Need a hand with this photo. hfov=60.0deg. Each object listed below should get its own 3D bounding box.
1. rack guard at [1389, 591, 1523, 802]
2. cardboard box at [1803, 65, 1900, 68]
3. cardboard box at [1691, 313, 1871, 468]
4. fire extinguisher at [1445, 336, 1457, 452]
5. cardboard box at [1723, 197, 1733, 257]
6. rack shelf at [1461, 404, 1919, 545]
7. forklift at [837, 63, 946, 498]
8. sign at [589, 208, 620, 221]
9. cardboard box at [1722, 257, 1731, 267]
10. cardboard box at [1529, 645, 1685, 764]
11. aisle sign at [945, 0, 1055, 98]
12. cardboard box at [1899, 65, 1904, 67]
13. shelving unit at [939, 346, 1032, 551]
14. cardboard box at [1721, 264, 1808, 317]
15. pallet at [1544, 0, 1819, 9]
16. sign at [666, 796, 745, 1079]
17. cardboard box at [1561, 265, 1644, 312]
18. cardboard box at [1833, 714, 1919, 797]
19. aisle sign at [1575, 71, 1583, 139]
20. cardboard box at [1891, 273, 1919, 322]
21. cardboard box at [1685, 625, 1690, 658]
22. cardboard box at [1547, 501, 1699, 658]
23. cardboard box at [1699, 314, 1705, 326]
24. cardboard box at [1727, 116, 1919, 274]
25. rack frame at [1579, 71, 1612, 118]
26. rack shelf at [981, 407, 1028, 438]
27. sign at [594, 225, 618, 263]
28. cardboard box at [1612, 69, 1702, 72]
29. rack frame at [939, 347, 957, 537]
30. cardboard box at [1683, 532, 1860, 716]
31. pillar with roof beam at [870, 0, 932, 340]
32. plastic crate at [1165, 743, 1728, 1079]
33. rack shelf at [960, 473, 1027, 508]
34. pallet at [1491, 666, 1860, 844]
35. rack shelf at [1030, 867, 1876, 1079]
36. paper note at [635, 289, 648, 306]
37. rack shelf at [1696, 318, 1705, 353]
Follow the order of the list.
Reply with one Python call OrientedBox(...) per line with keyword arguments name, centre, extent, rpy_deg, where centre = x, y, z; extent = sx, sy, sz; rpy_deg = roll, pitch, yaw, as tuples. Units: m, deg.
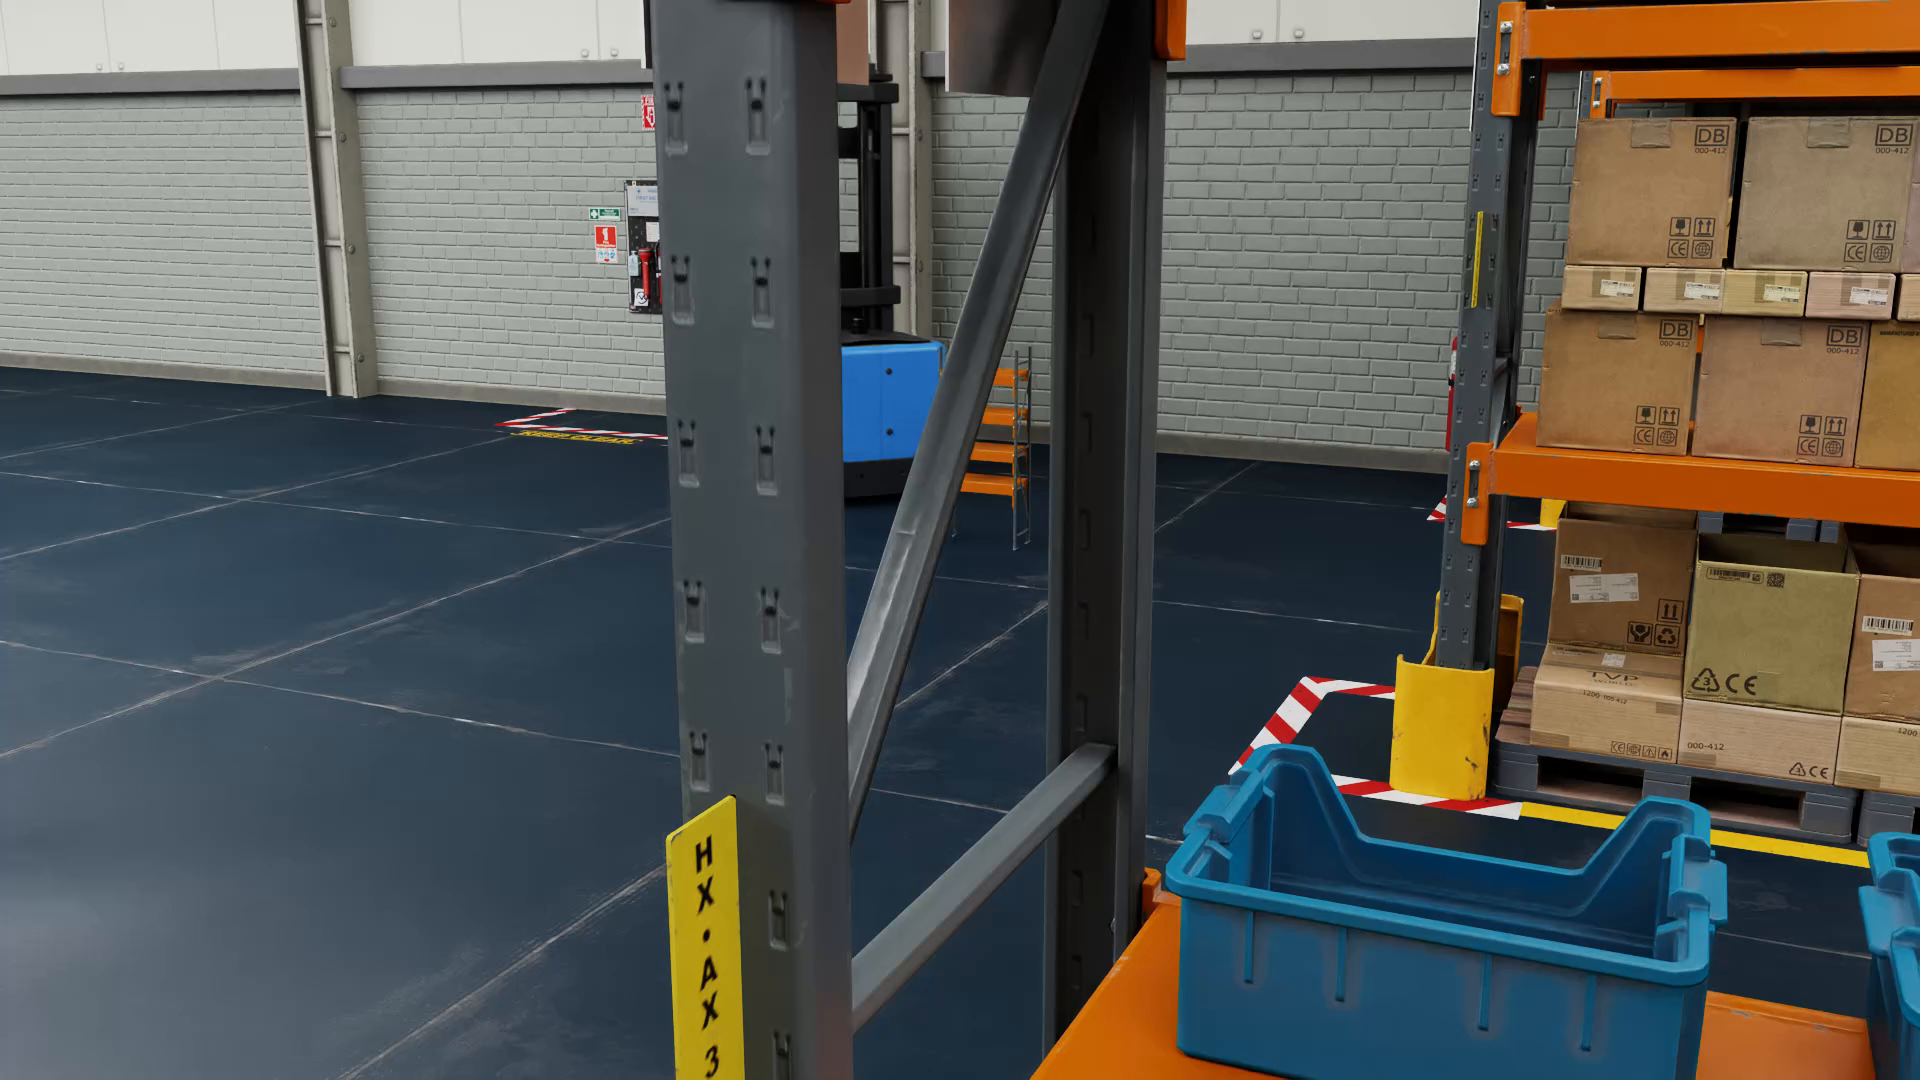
OrientedBox(name="rack guard", centre=(1.999, 0.589, 6.649), extent=(0.348, 0.500, 1.175), rpy_deg=(6, 14, 23))
OrientedBox(name="cardboard box", centre=(5.181, -2.992, 9.609), extent=(0.500, 0.500, 0.500), rpy_deg=(7, 15, 26))
OrientedBox(name="cardboard box", centre=(2.924, -0.581, 5.944), extent=(0.500, 0.500, 0.700), rpy_deg=(6, 15, 25))
OrientedBox(name="fire extinguisher", centre=(2.101, -0.696, 6.823), extent=(0.183, 0.674, 0.296), rpy_deg=(6, 14, 23))
OrientedBox(name="cardboard box", centre=(4.786, -1.807, 10.035), extent=(0.500, 0.500, 0.500), rpy_deg=(6, 14, 23))
OrientedBox(name="rack shelf", centre=(3.849, -0.090, 5.648), extent=(4.000, 0.370, 1.077), rpy_deg=(6, 14, 23))
OrientedBox(name="forklift", centre=(-1.138, -1.977, 12.265), extent=(1.130, 2.935, 3.031), rpy_deg=(-6, 14, -23))
OrientedBox(name="sign", centre=(-3.179, -2.914, 14.869), extent=(0.331, 0.109, 0.001), rpy_deg=(6, 14, 23))
OrientedBox(name="cardboard box", centre=(2.921, -0.947, 6.085), extent=(0.250, 0.149, 0.380), rpy_deg=(6, 14, 22))
OrientedBox(name="cardboard box", centre=(2.421, 0.605, 6.211), extent=(0.500, 0.250, 0.500), rpy_deg=(6, 14, 23))
OrientedBox(name="aisle sign", centre=(0.065, -0.926, 1.942), extent=(0.004, 0.787, 0.394), rpy_deg=(6, 14, 23))
OrientedBox(name="cardboard box", centre=(5.434, -3.103, 10.083), extent=(0.500, 0.500, 0.500), rpy_deg=(5, 14, 21))
OrientedBox(name="shelving unit", centre=(0.151, -0.569, 10.052), extent=(0.503, 1.200, 0.258), rpy_deg=(6, 14, 23))
OrientedBox(name="cardboard box", centre=(2.762, -0.861, 5.721), extent=(0.250, 0.149, 0.380), rpy_deg=(6, 14, 23))
OrientedBox(name="pallet", centre=(2.656, -1.972, 5.720), extent=(1.213, 0.211, 1.003), rpy_deg=(6, 14, 23))
OrientedBox(name="sign", centre=(-0.216, 0.389, 1.427), extent=(0.005, 0.325, 0.100), rpy_deg=(6, 14, 23))
OrientedBox(name="cardboard box", centre=(2.292, -0.909, 5.922), extent=(0.250, 0.149, 0.380), rpy_deg=(6, 14, 23))
OrientedBox(name="cardboard box", centre=(3.336, 0.697, 5.819), extent=(0.500, 0.250, 0.500), rpy_deg=(6, 14, 23))
OrientedBox(name="aisle sign", centre=(3.836, -2.870, 10.229), extent=(0.004, 0.787, 0.394), rpy_deg=(6, 14, 23))
OrientedBox(name="cardboard box", centre=(3.237, -0.813, 5.517), extent=(0.250, 0.149, 0.380), rpy_deg=(5, 14, 21))
OrientedBox(name="cardboard box", centre=(3.093, 0.540, 6.485), extent=(0.500, 0.250, 0.500), rpy_deg=(6, 14, 23))
OrientedBox(name="cardboard box", centre=(2.631, 0.131, 6.588), extent=(0.500, 0.500, 0.500), rpy_deg=(6, 14, 23))
OrientedBox(name="cardboard box", centre=(4.341, -1.486, 10.305), extent=(0.500, 0.250, 0.500), rpy_deg=(5, 14, 22))
OrientedBox(name="cardboard box", centre=(2.974, -1.207, 5.776), extent=(0.500, 0.500, 0.700), rpy_deg=(5, 14, 22))
OrientedBox(name="rack frame", centre=(4.024, -1.660, 10.765), extent=(0.127, 3.000, 1.000), rpy_deg=(6, 14, 23))
OrientedBox(name="rack shelf", centre=(0.151, -0.721, 10.017), extent=(0.480, 0.148, 0.258), rpy_deg=(6, 14, 23))
OrientedBox(name="sign", centre=(-3.180, -2.658, 14.939), extent=(0.234, 0.329, 0.001), rpy_deg=(6, 14, 23))
OrientedBox(name="cardboard box", centre=(4.228, -3.096, 10.054), extent=(0.500, 0.500, 0.500), rpy_deg=(6, 15, 25))
OrientedBox(name="rack frame", centre=(-0.072, -0.591, 10.149), extent=(0.015, 1.200, 0.240), rpy_deg=(6, 14, 23))
OrientedBox(name="cardboard box", centre=(2.879, 0.286, 5.930), extent=(0.500, 0.500, 0.500), rpy_deg=(6, 14, 23))
OrientedBox(name="pillar with roof beam", centre=(-2.216, -4.353, 9.108), extent=(0.400, 9.000, 9.100), rpy_deg=(6, 14, 23))
OrientedBox(name="plastic crate", centre=(0.590, 0.465, 2.032), extent=(0.616, 0.251, 0.499), rpy_deg=(6, 14, 23))
OrientedBox(name="rack shelf", centre=(0.151, -0.310, 10.113), extent=(0.480, 0.148, 0.258), rpy_deg=(6, 14, 23))
OrientedBox(name="pallet", centre=(2.737, 0.794, 6.408), extent=(1.213, 0.211, 1.003), rpy_deg=(6, 14, 23))
OrientedBox(name="rack shelf", centre=(1.839, 0.944, 1.240), extent=(4.000, 0.370, 1.077), rpy_deg=(6, 14, 23))
OrientedBox(name="paper note", centre=(-2.850, -2.170, 14.865), extent=(0.142, 0.148, 0.016), rpy_deg=(6, 14, 23))
OrientedBox(name="rack shelf", centre=(5.852, -1.125, 10.059), extent=(4.000, 0.370, 1.077), rpy_deg=(6, 14, 23))
